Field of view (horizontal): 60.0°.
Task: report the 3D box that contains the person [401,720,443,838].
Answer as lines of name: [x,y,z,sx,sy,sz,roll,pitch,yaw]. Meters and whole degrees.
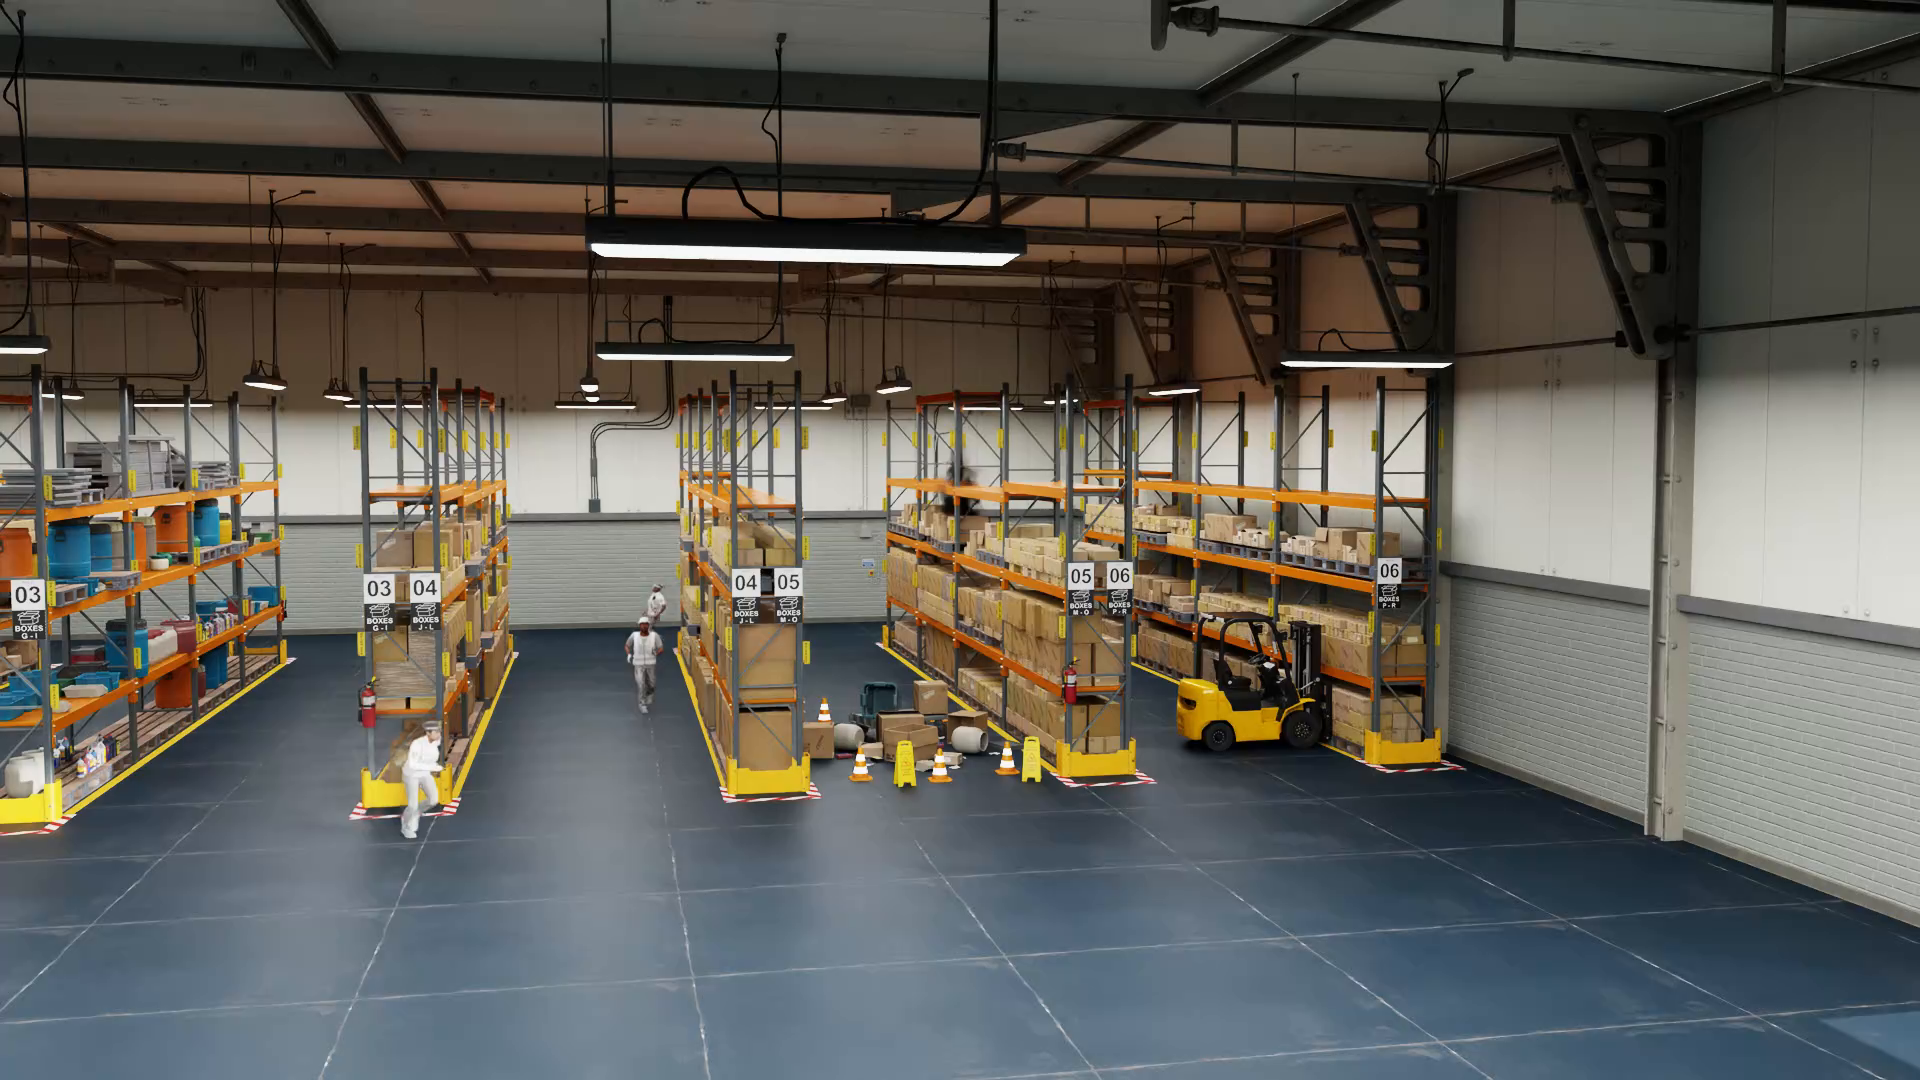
person: [-6.736,3.000,20.960,0.824,1.522,0.632,2,4,31]

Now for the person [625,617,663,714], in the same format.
person: [-5.821,2.299,30.670,0.698,1.757,0.886,-1,4,-14]

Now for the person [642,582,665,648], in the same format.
person: [-7.389,1.819,39.906,0.519,1.649,0.612,-2,4,-32]
